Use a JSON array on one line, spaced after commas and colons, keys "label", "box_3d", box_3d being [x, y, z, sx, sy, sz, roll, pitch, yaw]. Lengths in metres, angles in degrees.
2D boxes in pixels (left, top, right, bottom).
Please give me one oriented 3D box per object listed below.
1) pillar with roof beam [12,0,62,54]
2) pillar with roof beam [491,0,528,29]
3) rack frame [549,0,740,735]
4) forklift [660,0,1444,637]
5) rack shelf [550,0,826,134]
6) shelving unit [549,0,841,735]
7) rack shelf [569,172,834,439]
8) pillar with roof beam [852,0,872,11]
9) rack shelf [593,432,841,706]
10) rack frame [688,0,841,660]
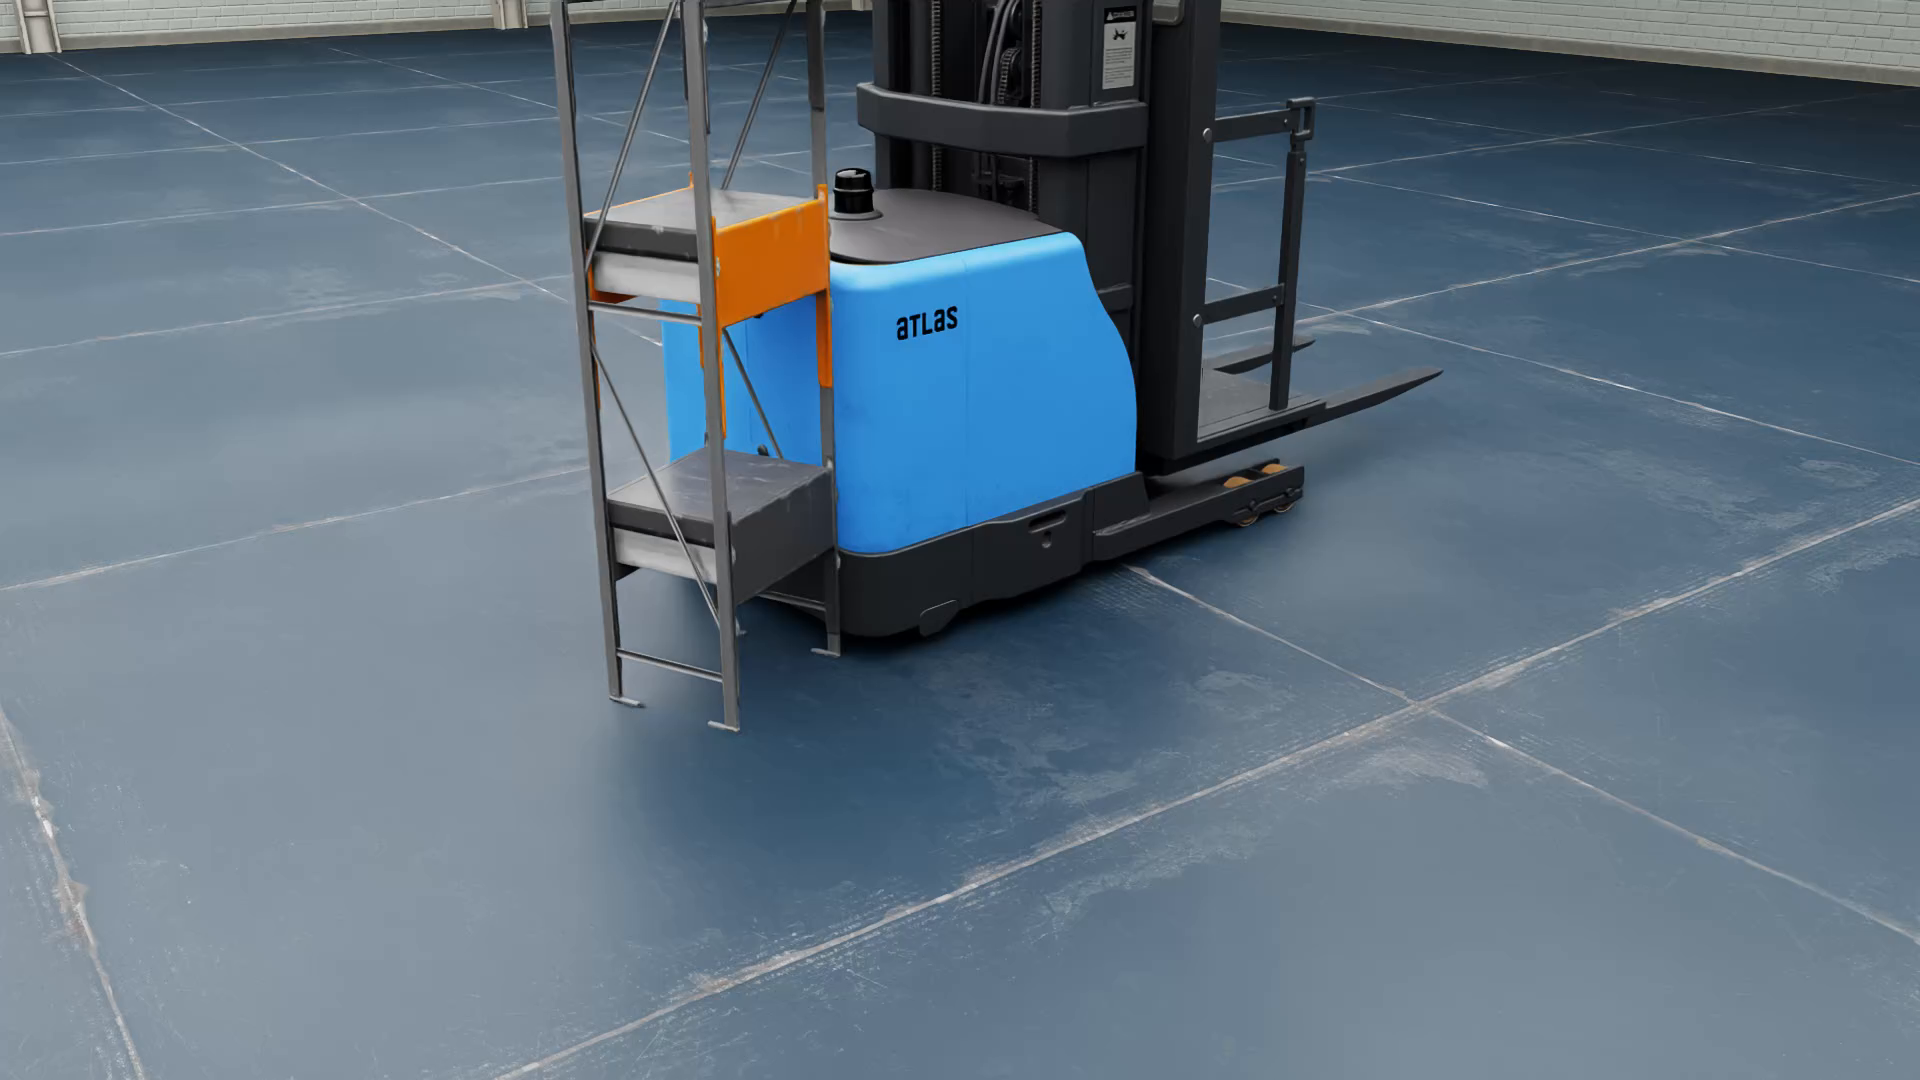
[{"label": "pillar with roof beam", "box_3d": [-8.743, -8.869, 15.481, 0.400, 9.000, 9.100, -15, 26, -33]}, {"label": "pillar with roof beam", "box_3d": [-3.872, -10.168, 18.735, 0.400, 9.000, 9.100, -15, 26, -33]}, {"label": "rack frame", "box_3d": [-0.733, -0.523, 3.873, 0.400, 2.100, 0.015, 11, 24, 25]}, {"label": "forklift", "box_3d": [0.529, -1.533, 5.282, 3.031, 2.935, 1.130, -18, 28, -38]}, {"label": "rack shelf", "box_3d": [-0.619, -1.241, 3.820, 0.431, 0.518, 0.480, 11, 24, 25]}, {"label": "shelving unit", "box_3d": [-0.620, -0.603, 4.074, 0.431, 2.100, 0.503, 11, 24, 25]}, {"label": "rack shelf", "box_3d": [-0.620, -0.591, 4.079, 0.431, 0.518, 0.480, 11, 24, 25]}, {"label": "pillar with roof beam", "box_3d": [0.998, -11.466, 21.990, 0.400, 9.000, 9.100, -15, 26, -33]}, {"label": "rack shelf", "box_3d": [-0.621, 0.060, 4.339, 0.431, 0.518, 0.480, 11, 24, 25]}, {"label": "rack frame", "box_3d": [-0.507, -0.683, 4.275, 0.400, 2.100, 0.015, 11, 24, 25]}]
